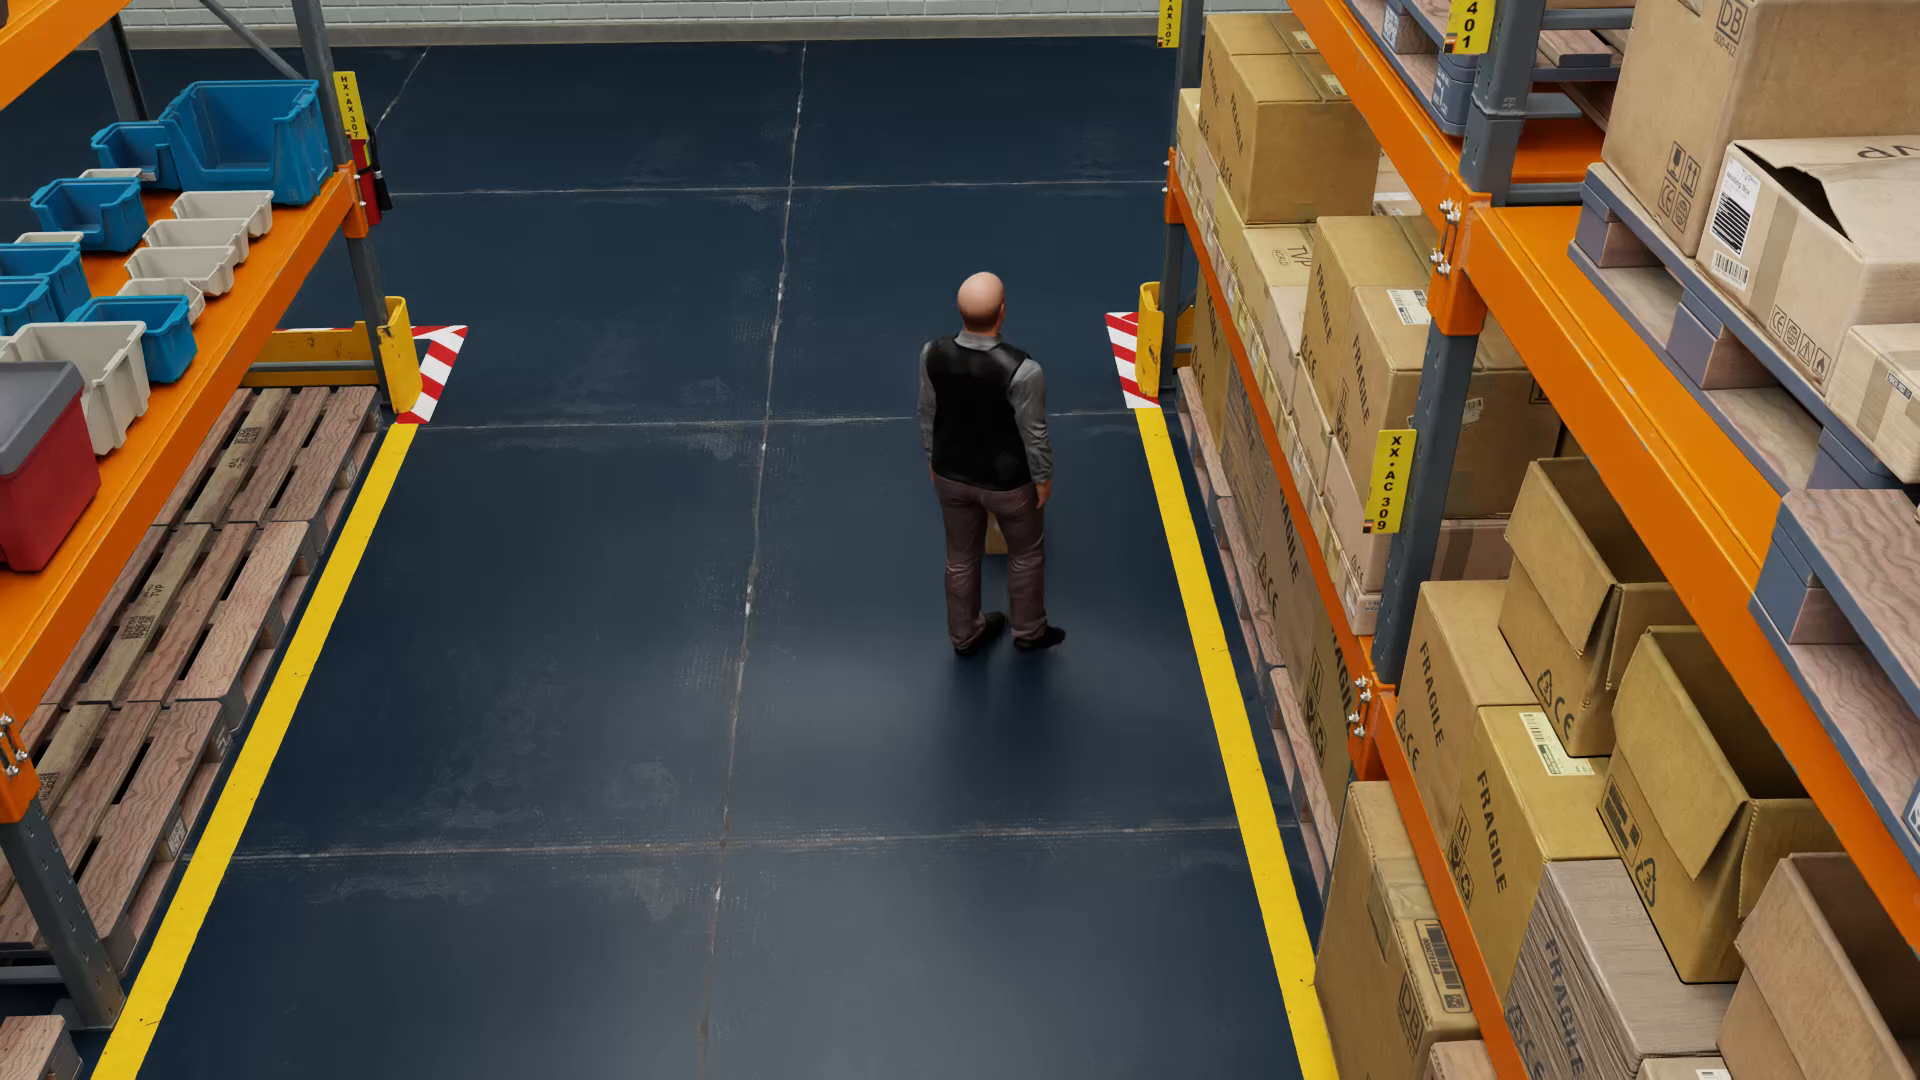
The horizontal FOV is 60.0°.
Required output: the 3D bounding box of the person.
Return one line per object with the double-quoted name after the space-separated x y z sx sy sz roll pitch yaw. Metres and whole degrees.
0.134 -0.260 6.577 0.575 1.779 0.444 15 38 20 "person"
